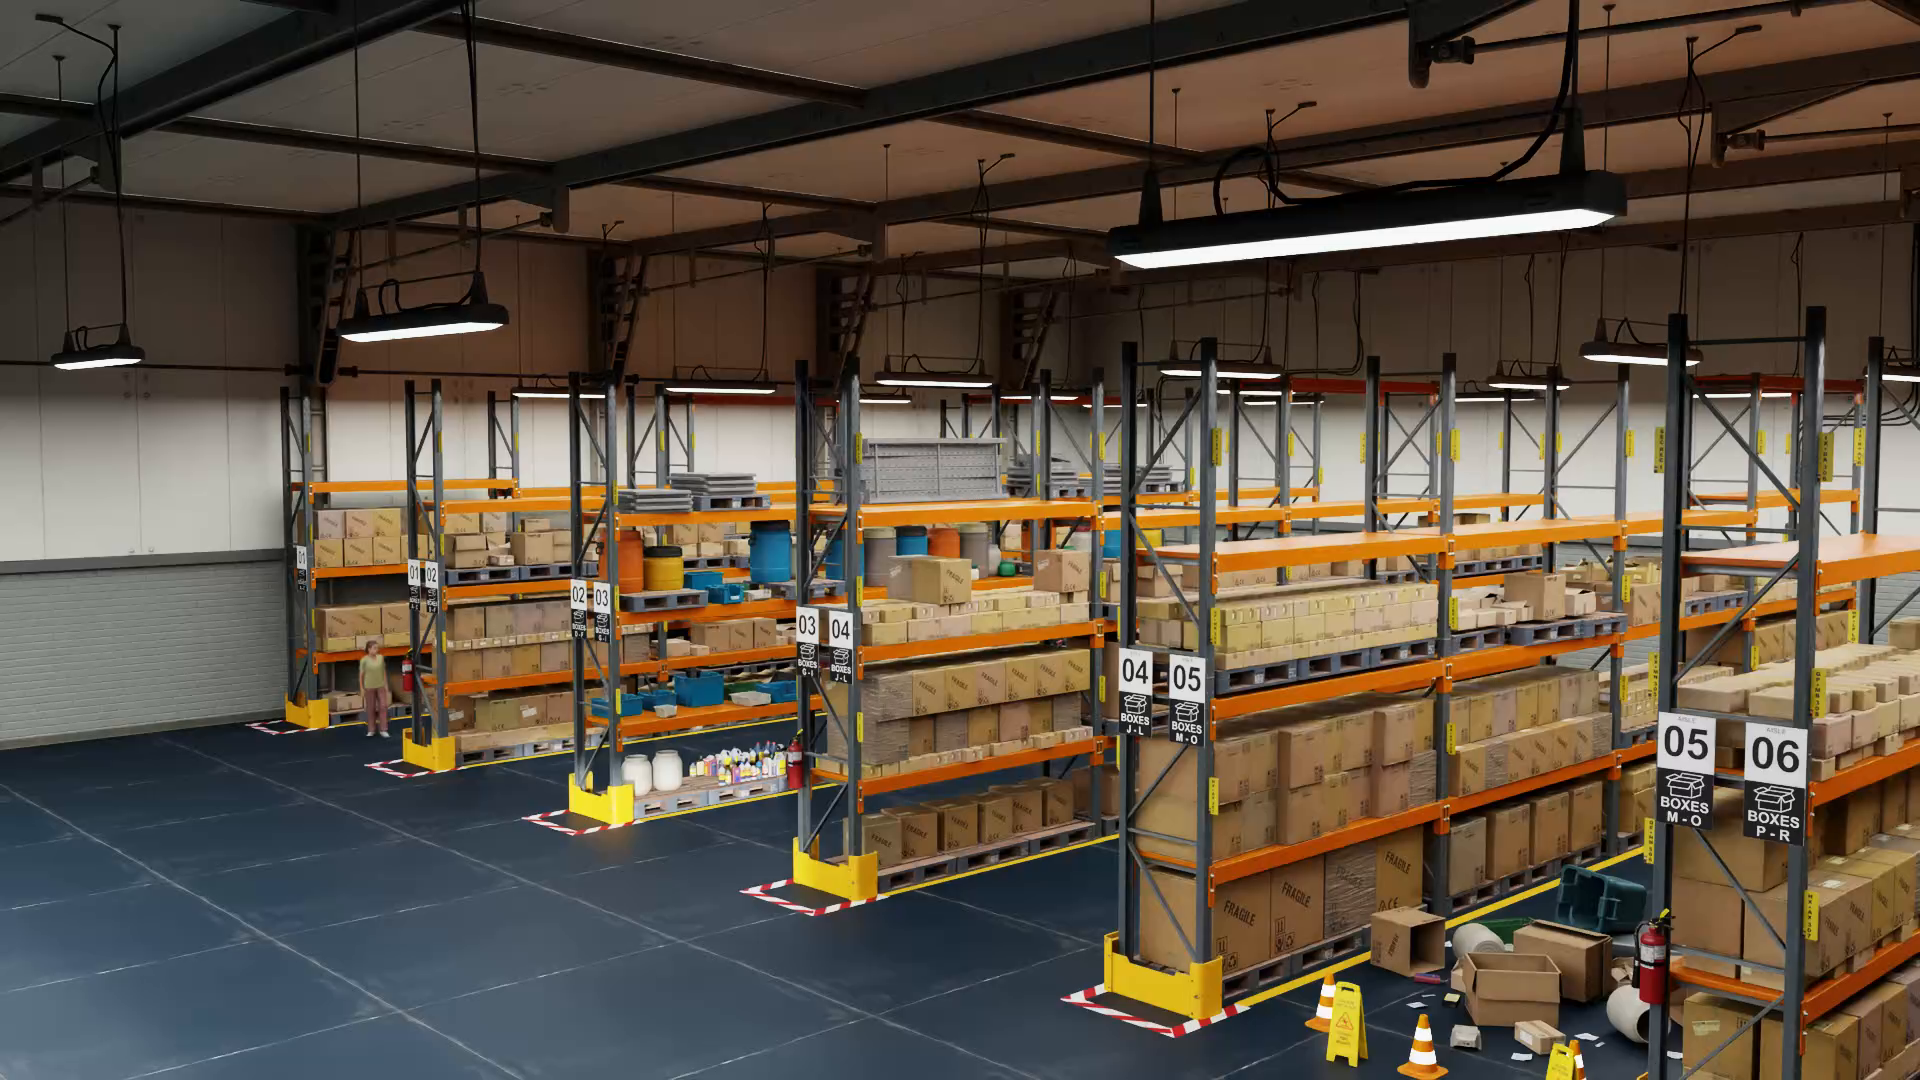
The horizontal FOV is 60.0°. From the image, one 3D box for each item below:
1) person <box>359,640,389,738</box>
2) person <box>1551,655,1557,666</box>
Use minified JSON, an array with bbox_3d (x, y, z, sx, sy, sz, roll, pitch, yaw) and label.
[{"bbox_3d":[-9.990,2.531,28.339,0.480,1.686,0.401,-3,5,-39],"label":"person"},{"bbox_3d":[9.289,2.621,26.286,0.390,1.725,0.655,1,4,13],"label":"person"}]
